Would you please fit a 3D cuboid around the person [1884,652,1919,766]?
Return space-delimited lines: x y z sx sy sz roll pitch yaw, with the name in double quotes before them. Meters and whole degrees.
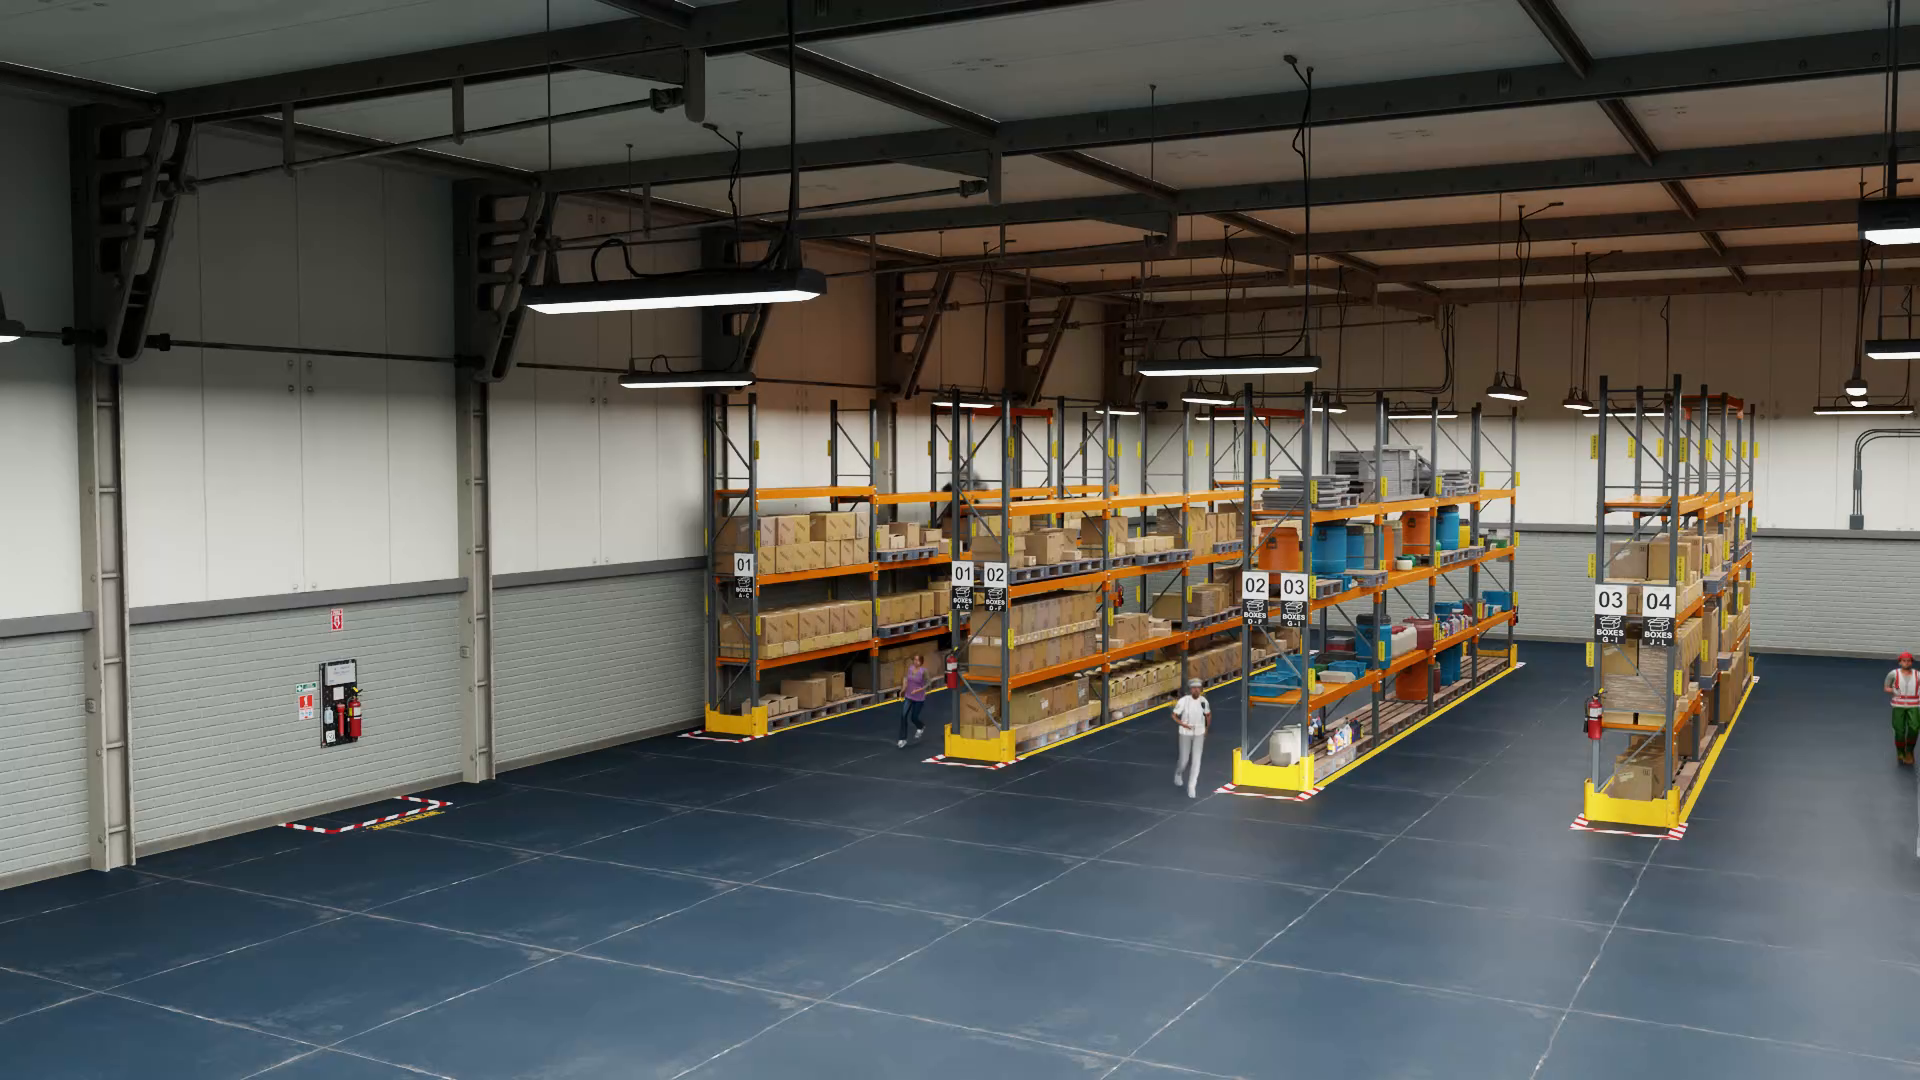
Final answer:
"person" 15.042 2.687 26.431 0.634 1.795 0.655 2 3 27

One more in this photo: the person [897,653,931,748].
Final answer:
"person" -0.739 2.710 28.221 0.574 1.569 0.788 1 3 24

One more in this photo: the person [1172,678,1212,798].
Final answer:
"person" 3.398 2.857 24.312 0.603 1.705 0.762 0 3 -3

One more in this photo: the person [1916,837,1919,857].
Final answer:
"person" 11.900 3.086 19.847 0.646 1.679 0.864 0 3 -6
